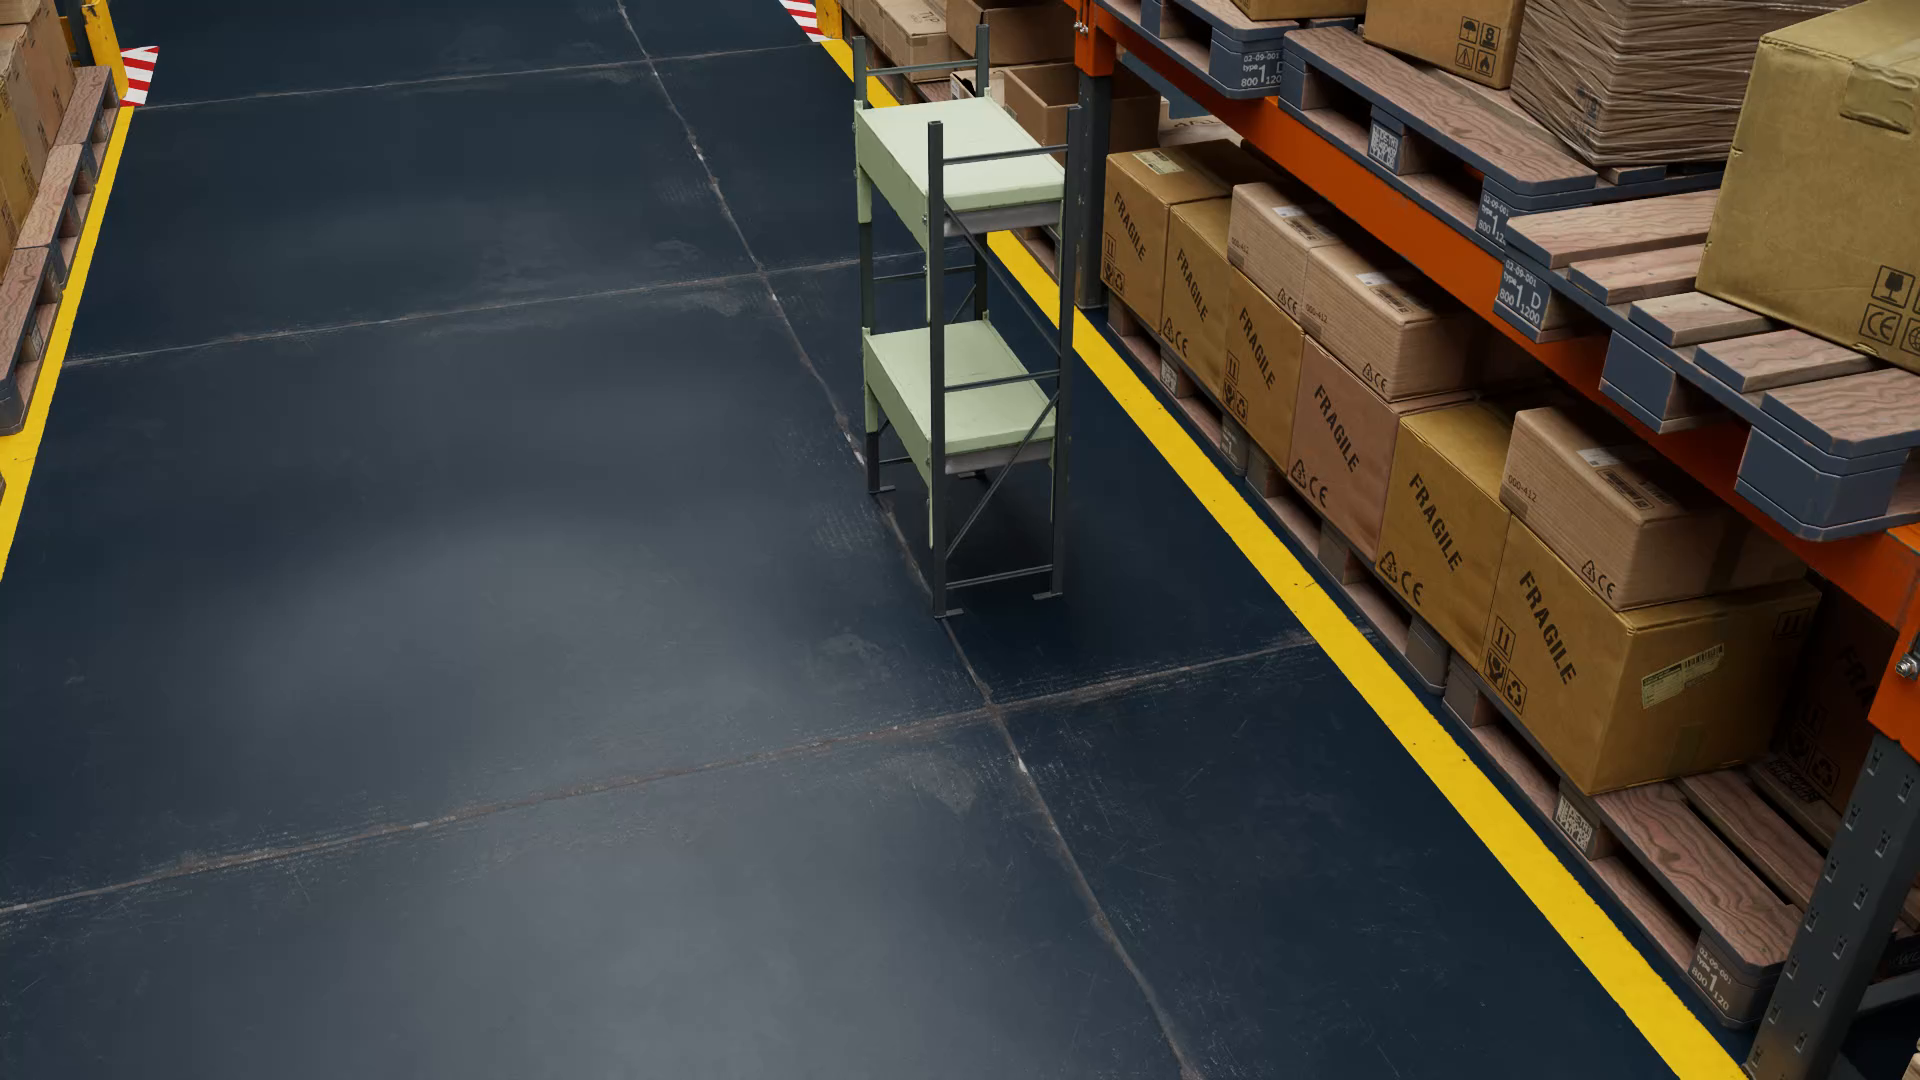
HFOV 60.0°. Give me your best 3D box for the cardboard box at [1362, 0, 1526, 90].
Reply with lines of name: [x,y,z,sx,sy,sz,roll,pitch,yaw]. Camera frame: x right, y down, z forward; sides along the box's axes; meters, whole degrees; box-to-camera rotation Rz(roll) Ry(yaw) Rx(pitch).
cardboard box: [1.537,-1.575,4.441,0.700,0.500,0.500,-19,38,-27]

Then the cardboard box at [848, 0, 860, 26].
cardboard box: [-0.405,-2.968,9.192,0.380,0.166,0.250,-10,35,-15]

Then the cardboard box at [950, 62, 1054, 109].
cardboard box: [0.266,-1.983,7.569,0.500,0.311,0.500,-10,35,-15]

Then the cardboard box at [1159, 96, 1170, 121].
cardboard box: [0.743,-1.986,7.706,0.380,0.166,0.250,-10,35,-15]

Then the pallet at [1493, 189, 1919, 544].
pallet: [1.885,-0.439,3.368,1.213,0.211,1.003,-10,35,-15]

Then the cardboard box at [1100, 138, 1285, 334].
cardboard box: [0.854,-1.121,6.094,0.500,0.500,0.500,-12,35,-17]

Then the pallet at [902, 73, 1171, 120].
pallet: [0.354,-2.114,8.259,1.003,0.211,1.213,-10,35,-15]

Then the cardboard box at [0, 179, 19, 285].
cardboard box: [-4.058,-1.247,6.303,0.700,0.500,0.500,-10,35,-15]

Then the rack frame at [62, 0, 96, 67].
rack frame: [-4.998,-3.541,7.887,1.000,3.000,0.127,-10,35,-15]

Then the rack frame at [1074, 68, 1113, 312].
rack frame: [0.939,-2.276,5.973,1.000,3.000,0.127,-10,35,-15]

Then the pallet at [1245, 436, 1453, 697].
pallet: [1.599,-0.050,5.134,1.003,0.211,1.213,-10,35,-15]

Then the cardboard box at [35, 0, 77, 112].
cardboard box: [-4.689,-2.322,7.930,0.700,0.500,0.500,-10,35,-15]

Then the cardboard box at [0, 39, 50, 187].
cardboard box: [-4.382,-1.796,7.133,0.700,0.500,0.500,-11,35,-16]

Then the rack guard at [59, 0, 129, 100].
rack guard: [-5.005,-2.510,8.596,1.175,0.500,0.348,-10,35,-15]

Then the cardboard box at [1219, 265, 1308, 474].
cardboard box: [1.173,-0.579,5.274,0.500,0.500,0.500,-10,35,-14]

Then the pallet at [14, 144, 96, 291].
pallet: [-4.311,-1.331,7.073,1.003,0.211,1.213,-10,35,-15]

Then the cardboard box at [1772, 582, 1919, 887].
cardboard box: [2.292,0.397,3.797,0.500,0.500,0.500,-9,34,-13]

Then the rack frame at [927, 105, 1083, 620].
rack frame: [0.114,-0.430,4.540,0.400,1.500,0.023,-10,35,-15]

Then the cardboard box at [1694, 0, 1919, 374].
cardboard box: [1.860,-0.704,3.123,0.700,0.500,0.500,-23,40,-30]

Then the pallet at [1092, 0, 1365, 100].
pallet: [1.079,-1.758,5.363,1.003,0.211,1.213,-10,35,-15]

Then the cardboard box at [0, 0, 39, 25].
cardboard box: [-4.398,-2.422,7.493,0.380,0.149,0.250,-9,35,-13]

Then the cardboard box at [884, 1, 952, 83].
cardboard box: [-0.081,-2.554,8.489,0.500,0.250,0.500,-10,35,-15]

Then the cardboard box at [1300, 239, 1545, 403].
cardboard box: [1.313,-0.646,4.695,0.500,0.250,0.500,-11,35,-16]

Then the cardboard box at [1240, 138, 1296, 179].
cardboard box: [1.362,-1.205,6.222,0.500,0.500,0.500,-10,35,-15]

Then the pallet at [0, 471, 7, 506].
pallet: [-3.470,0.115,4.884,1.003,0.211,1.213,-10,35,-15]

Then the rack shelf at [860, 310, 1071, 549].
rack shelf: [0.002,-0.350,5.011,0.431,0.370,0.720,-10,35,-15]

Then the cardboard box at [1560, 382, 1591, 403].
cardboard box: [1.979,-0.141,4.611,0.500,0.500,0.500,-10,35,-15]

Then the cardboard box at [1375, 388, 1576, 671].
cardboard box: [1.493,-0.039,4.457,0.500,0.500,0.500,-11,35,-16]

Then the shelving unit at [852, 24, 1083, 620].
shelving unit: [0.002,-0.622,4.831,0.431,1.500,0.755,-10,35,-15]

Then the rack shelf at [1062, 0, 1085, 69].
rack shelf: [0.329,-3.025,7.760,1.077,0.370,4.000,-10,35,-15]

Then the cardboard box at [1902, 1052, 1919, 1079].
cardboard box: [2.039,1.121,2.946,0.500,0.250,0.500,-10,35,-15]

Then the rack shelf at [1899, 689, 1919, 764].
rack shelf: [2.769,1.175,1.404,1.077,0.370,4.000,-10,35,-15]
